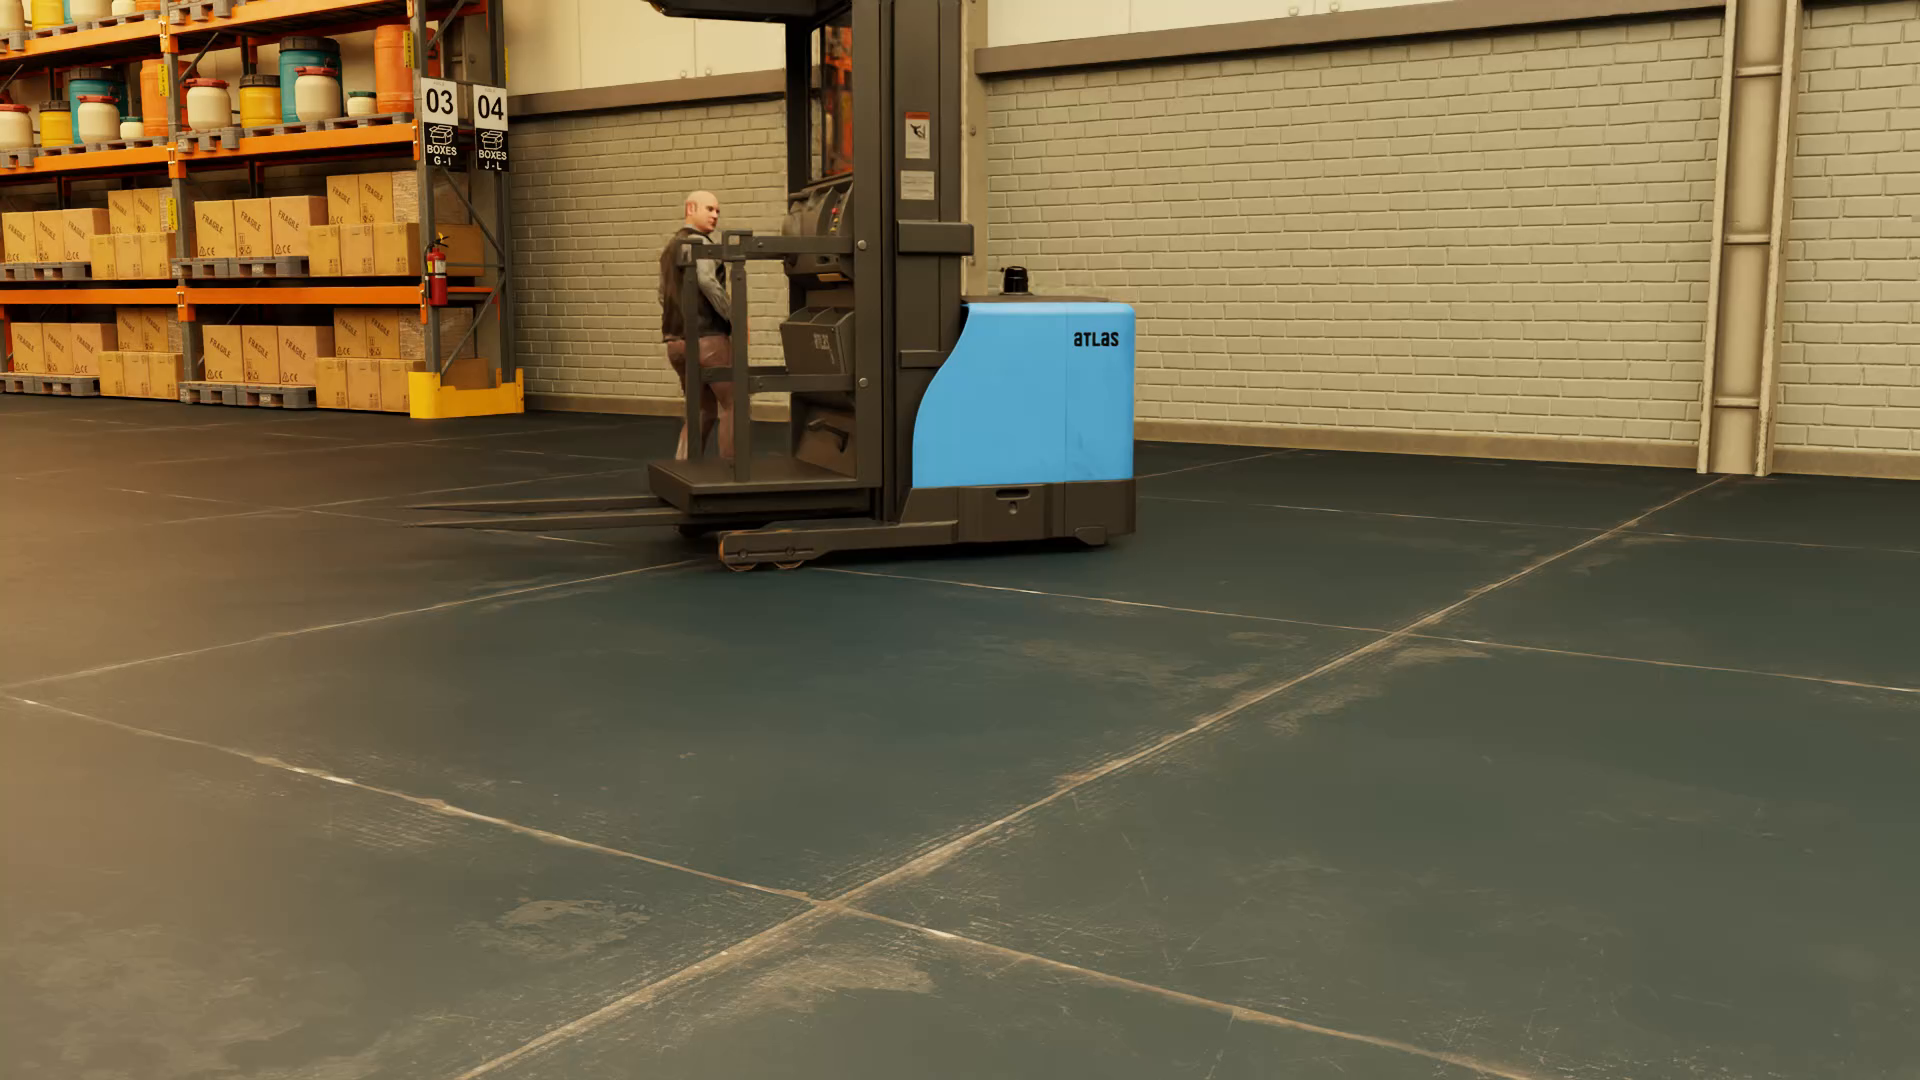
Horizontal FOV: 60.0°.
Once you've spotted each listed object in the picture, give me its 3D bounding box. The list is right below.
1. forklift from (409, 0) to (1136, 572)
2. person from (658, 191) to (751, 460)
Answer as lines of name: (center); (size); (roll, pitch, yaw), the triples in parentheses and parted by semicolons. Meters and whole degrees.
forklift: (-0.796, -1.406, 7.077); (3.031, 2.935, 1.130); (-3, 9, -20)
person: (-1.425, -1.103, 9.364); (0.511, 1.698, 0.725); (-7, 11, -39)
